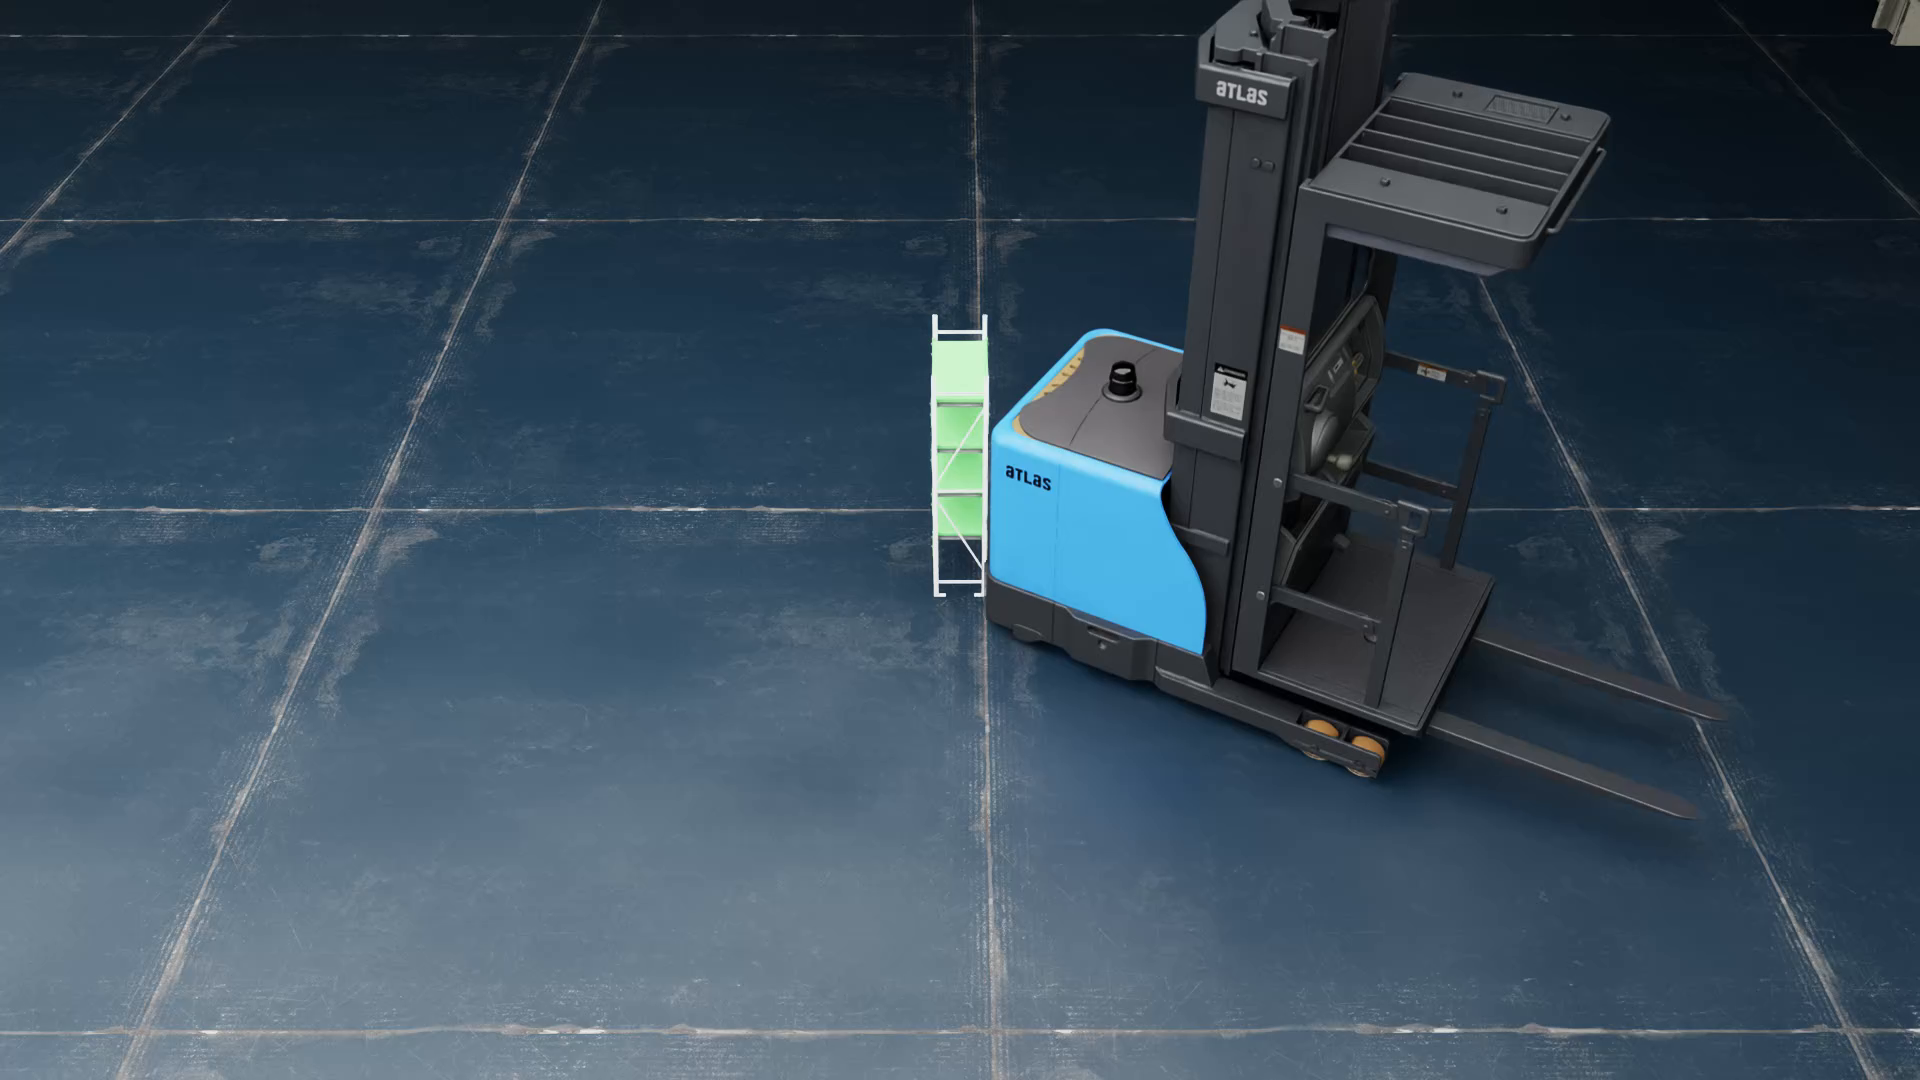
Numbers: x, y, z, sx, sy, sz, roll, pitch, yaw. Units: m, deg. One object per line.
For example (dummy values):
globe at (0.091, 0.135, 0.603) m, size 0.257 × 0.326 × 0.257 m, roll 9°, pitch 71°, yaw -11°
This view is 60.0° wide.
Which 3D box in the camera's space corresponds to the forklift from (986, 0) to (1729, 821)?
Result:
forklift at (1.651, -0.559, 6.349) m, size 3.031 × 2.935 × 1.130 m, roll 20°, pitch 43°, yaw 23°

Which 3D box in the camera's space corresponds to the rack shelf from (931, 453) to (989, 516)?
rack shelf at (0.000, -0.315, 7.531) m, size 0.258 × 0.148 × 0.480 m, roll 0°, pitch 39°, yaw 0°

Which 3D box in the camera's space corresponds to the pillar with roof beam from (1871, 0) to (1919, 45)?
pillar with roof beam at (2.985, -7.415, 10.053) m, size 9.100 × 9.000 × 0.400 m, roll 0°, pitch 39°, yaw 0°

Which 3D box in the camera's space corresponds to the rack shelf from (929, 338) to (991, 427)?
rack shelf at (0.000, -0.689, 7.231) m, size 0.258 × 0.148 × 0.480 m, roll 0°, pitch 39°, yaw 0°

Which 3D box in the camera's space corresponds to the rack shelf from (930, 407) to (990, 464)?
rack shelf at (0.000, -0.502, 7.381) m, size 0.258 × 0.148 × 0.480 m, roll 0°, pitch 39°, yaw 0°

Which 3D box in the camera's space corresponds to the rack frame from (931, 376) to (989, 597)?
rack frame at (0.000, -0.212, 7.301) m, size 0.240 × 1.200 × 0.015 m, roll 0°, pitch 39°, yaw 0°

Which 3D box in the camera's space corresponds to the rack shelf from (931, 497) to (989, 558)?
rack shelf at (0.000, -0.128, 7.681) m, size 0.258 × 0.148 × 0.480 m, roll 0°, pitch 39°, yaw 0°

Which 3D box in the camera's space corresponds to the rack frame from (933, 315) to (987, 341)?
rack frame at (0.000, -0.517, 7.682) m, size 0.240 × 1.200 × 0.015 m, roll 0°, pitch 39°, yaw 0°

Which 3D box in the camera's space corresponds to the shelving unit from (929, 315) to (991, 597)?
shelving unit at (0.000, -0.365, 7.491) m, size 0.258 × 1.200 × 0.503 m, roll 0°, pitch 39°, yaw 0°
